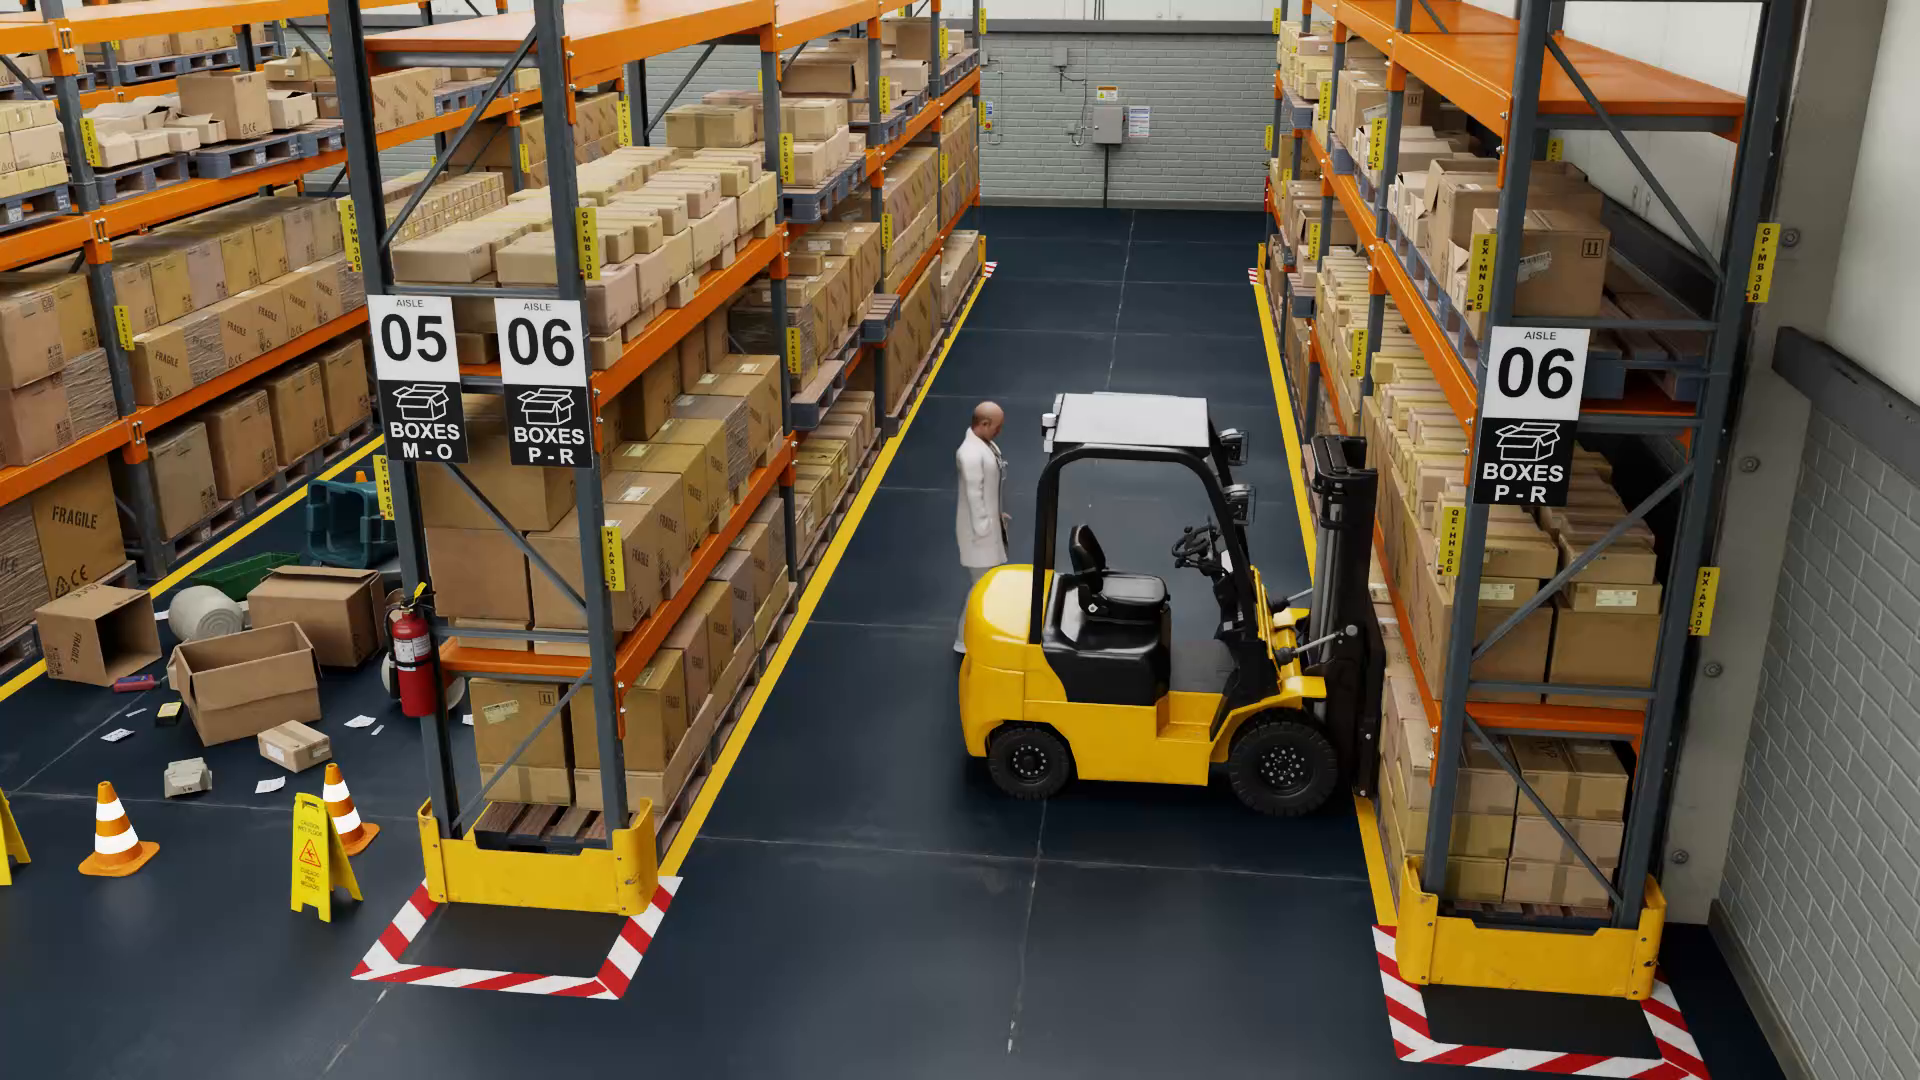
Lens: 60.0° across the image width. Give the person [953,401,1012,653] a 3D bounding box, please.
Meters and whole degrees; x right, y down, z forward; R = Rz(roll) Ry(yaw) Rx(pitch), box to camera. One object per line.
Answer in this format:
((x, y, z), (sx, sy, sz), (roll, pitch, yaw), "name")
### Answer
((0.163, -0.096, 11.385), (0.381, 1.765, 0.569), (3, 21, 7), "person")
